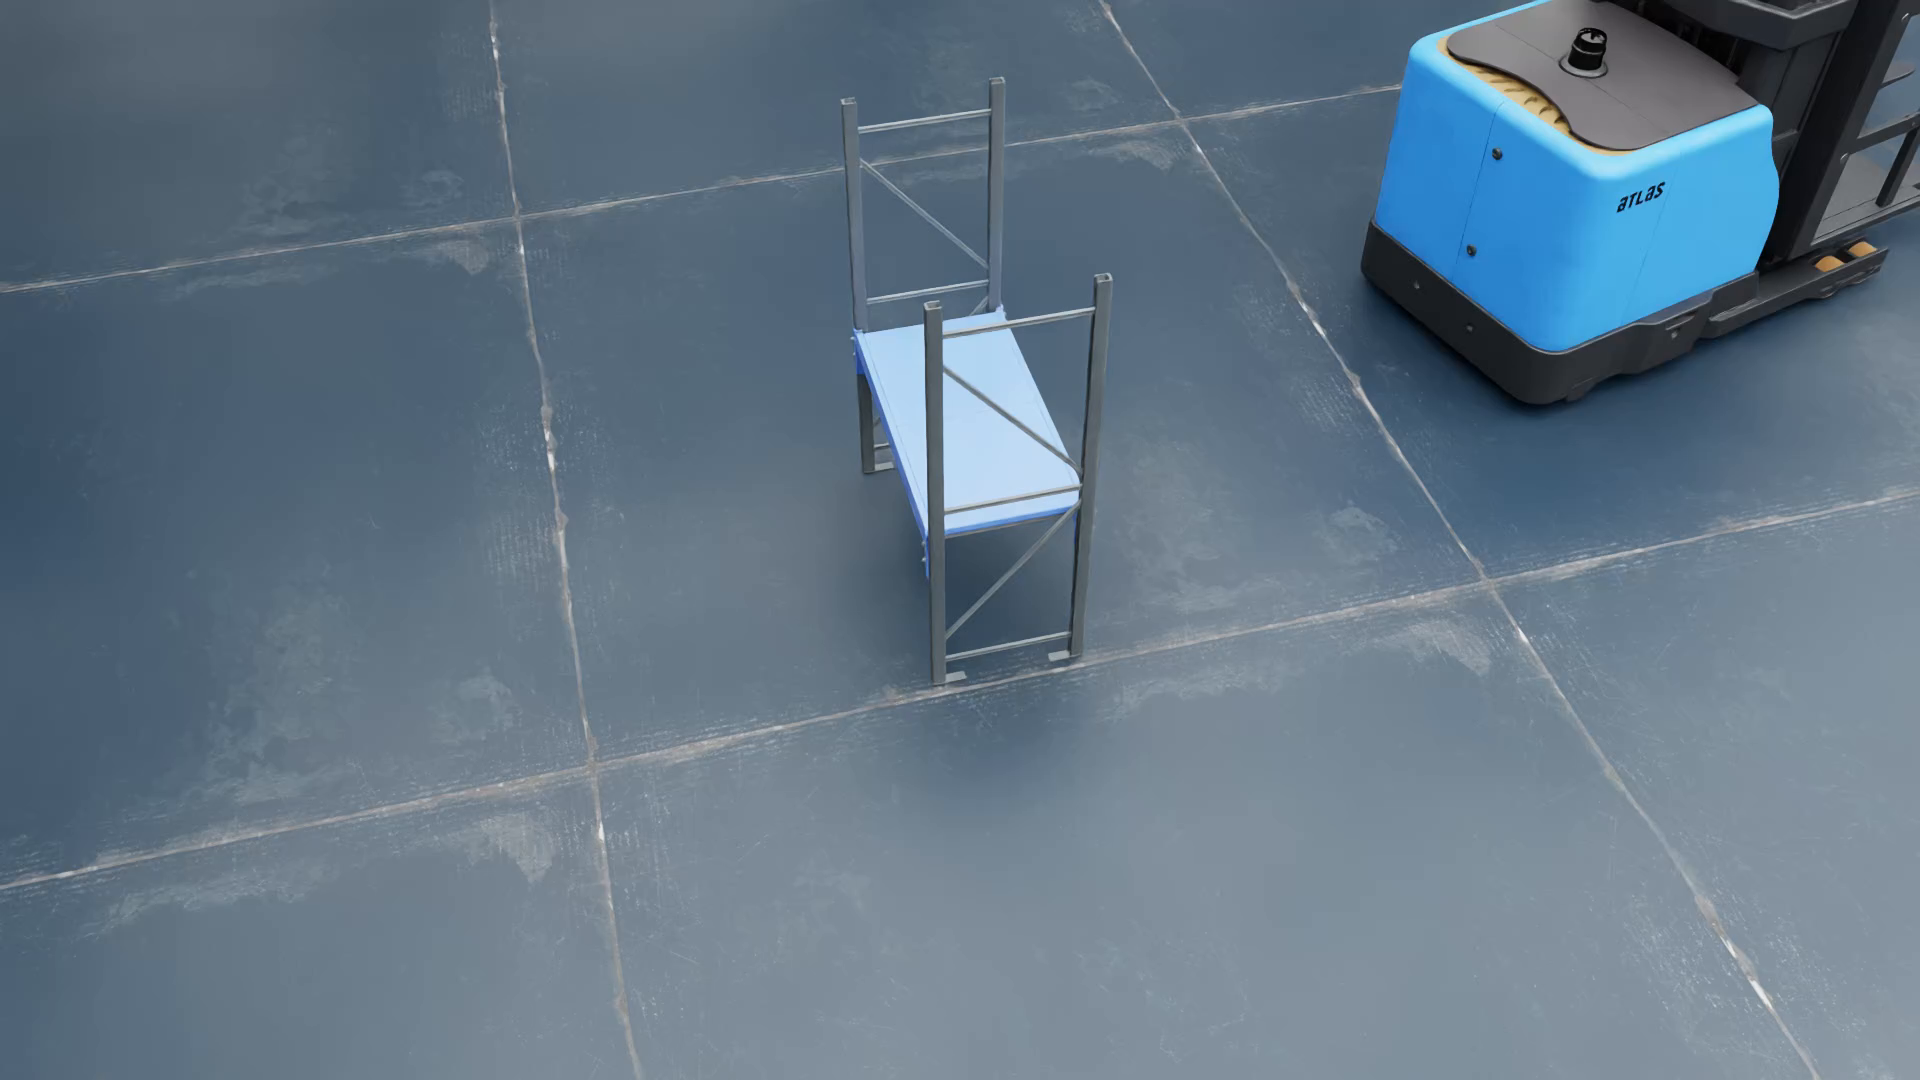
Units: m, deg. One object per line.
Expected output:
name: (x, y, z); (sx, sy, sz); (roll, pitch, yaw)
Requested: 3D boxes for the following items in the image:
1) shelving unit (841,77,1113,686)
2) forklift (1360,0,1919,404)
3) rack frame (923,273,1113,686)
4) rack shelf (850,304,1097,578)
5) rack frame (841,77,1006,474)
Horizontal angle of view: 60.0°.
shelving unit: (0.022, -0.466, 5.157); (0.538, 1.500, 1.048); (-11, 47, -10)
forklift: (3.156, -2.307, 5.959); (3.031, 2.935, 1.130); (-22, 50, -20)
rack frame: (0.152, -0.115, 4.813); (0.500, 1.500, 0.032); (-11, 47, -10)
rack shelf: (0.022, -0.340, 5.285); (0.538, 0.185, 1.000); (-11, 47, -10)
rack frame: (-0.108, -0.817, 5.501); (0.500, 1.500, 0.032); (-11, 47, -10)
